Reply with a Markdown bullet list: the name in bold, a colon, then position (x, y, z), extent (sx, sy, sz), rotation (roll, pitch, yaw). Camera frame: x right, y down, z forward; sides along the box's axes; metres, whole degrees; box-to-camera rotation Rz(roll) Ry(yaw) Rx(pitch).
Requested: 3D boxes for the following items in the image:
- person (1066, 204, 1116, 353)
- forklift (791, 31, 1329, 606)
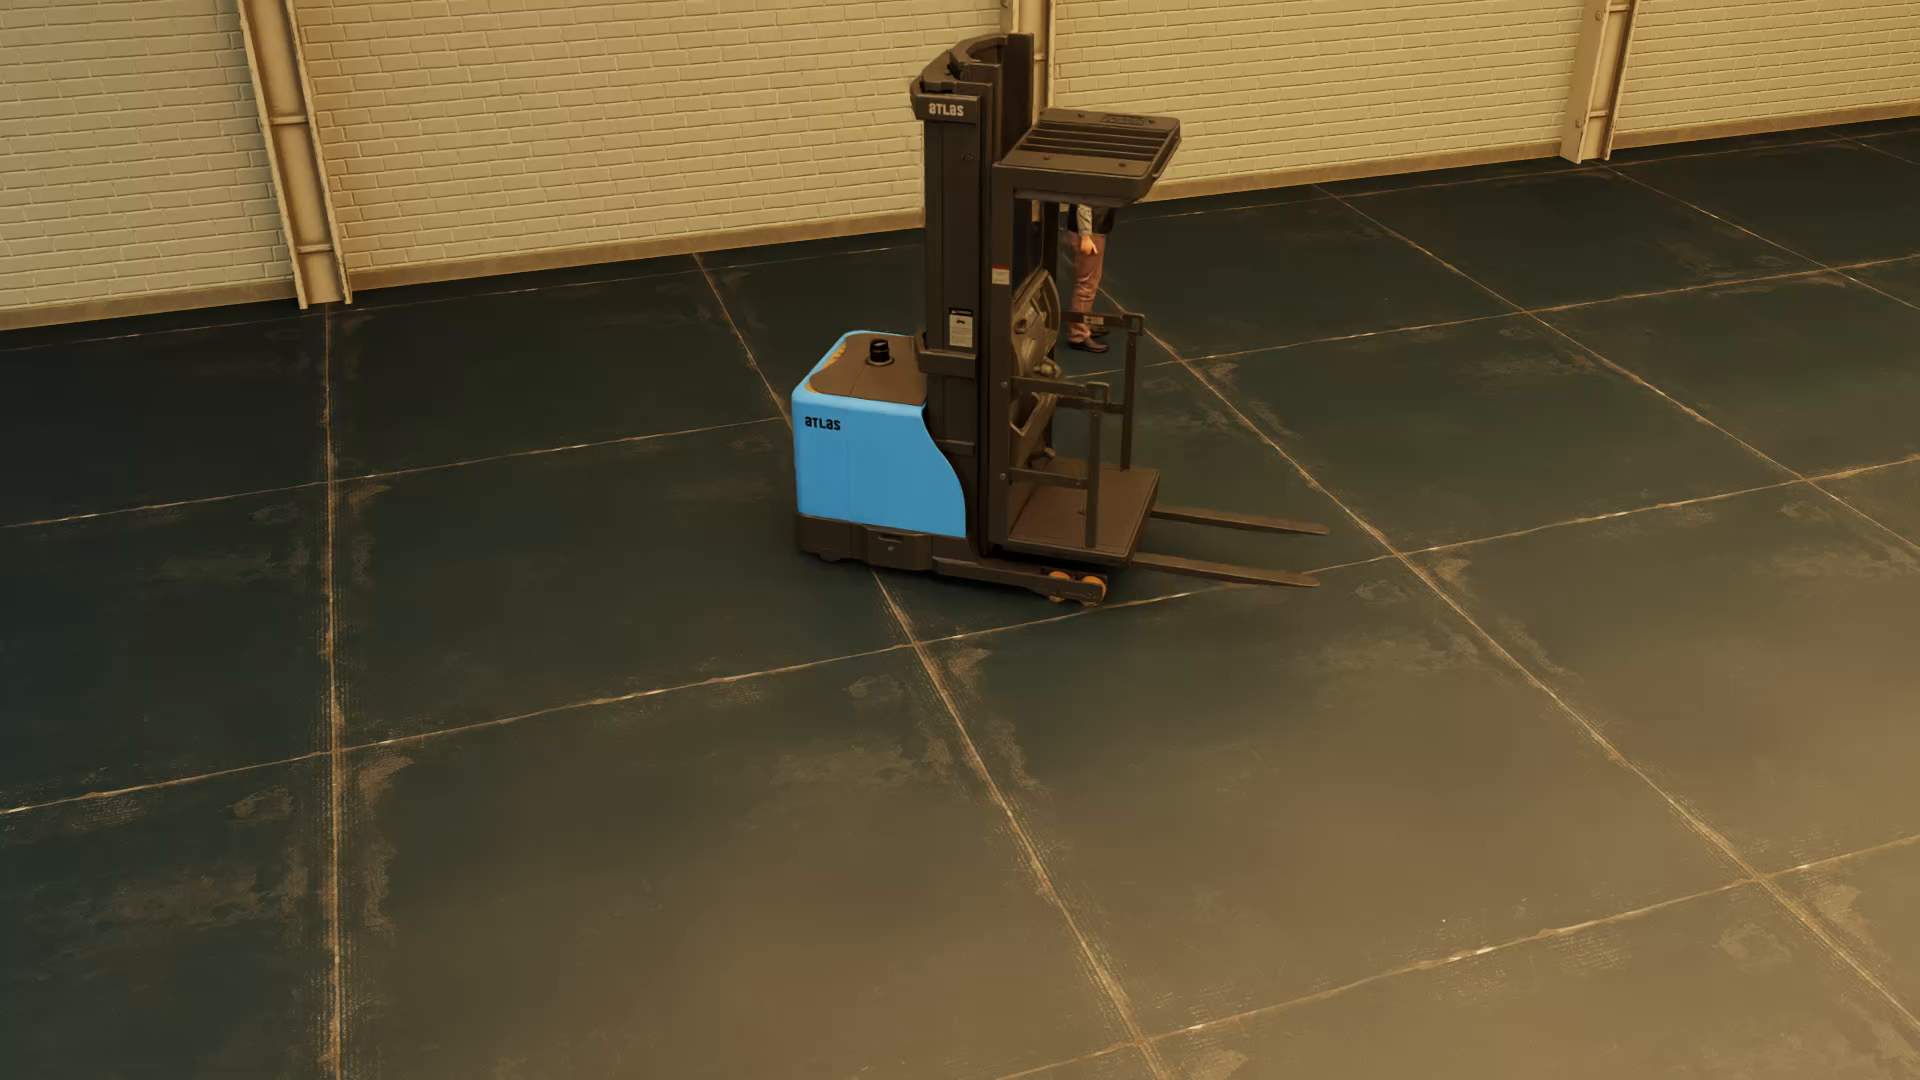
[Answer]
- **person**: position (0.964, -2.270, 12.245), extent (0.364, 1.725, 0.536), rotation (4, 30, 7)
- **forklift**: position (0.607, -1.193, 9.160), extent (3.031, 2.935, 1.130), rotation (8, 31, 14)
